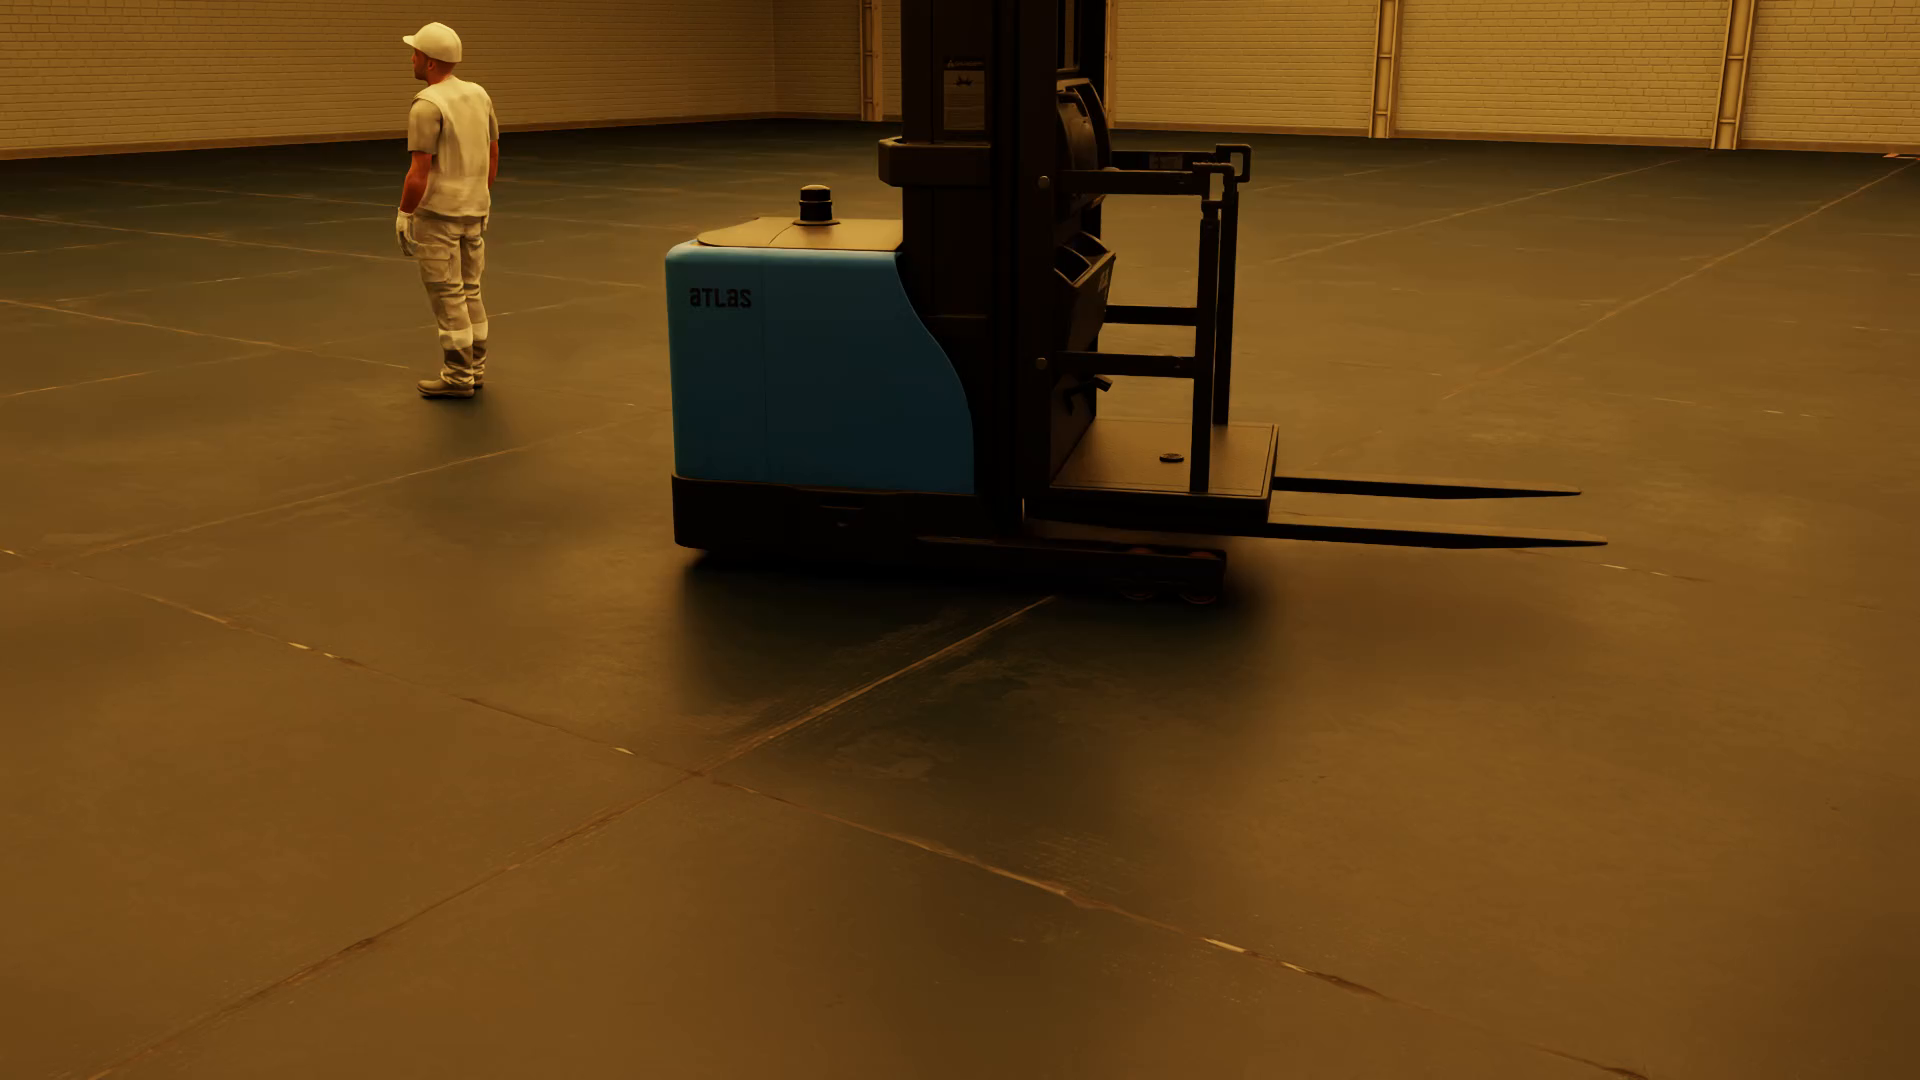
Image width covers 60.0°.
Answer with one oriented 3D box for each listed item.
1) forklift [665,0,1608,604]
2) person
[{"bbox_3d":[0.595,-1.367,5.404,3.031,2.935,1.130,4,17,12],"label":"forklift"},{"bbox_3d":[-2.557,-1.593,8.127,0.565,1.786,0.637,7,18,22],"label":"person"}]
